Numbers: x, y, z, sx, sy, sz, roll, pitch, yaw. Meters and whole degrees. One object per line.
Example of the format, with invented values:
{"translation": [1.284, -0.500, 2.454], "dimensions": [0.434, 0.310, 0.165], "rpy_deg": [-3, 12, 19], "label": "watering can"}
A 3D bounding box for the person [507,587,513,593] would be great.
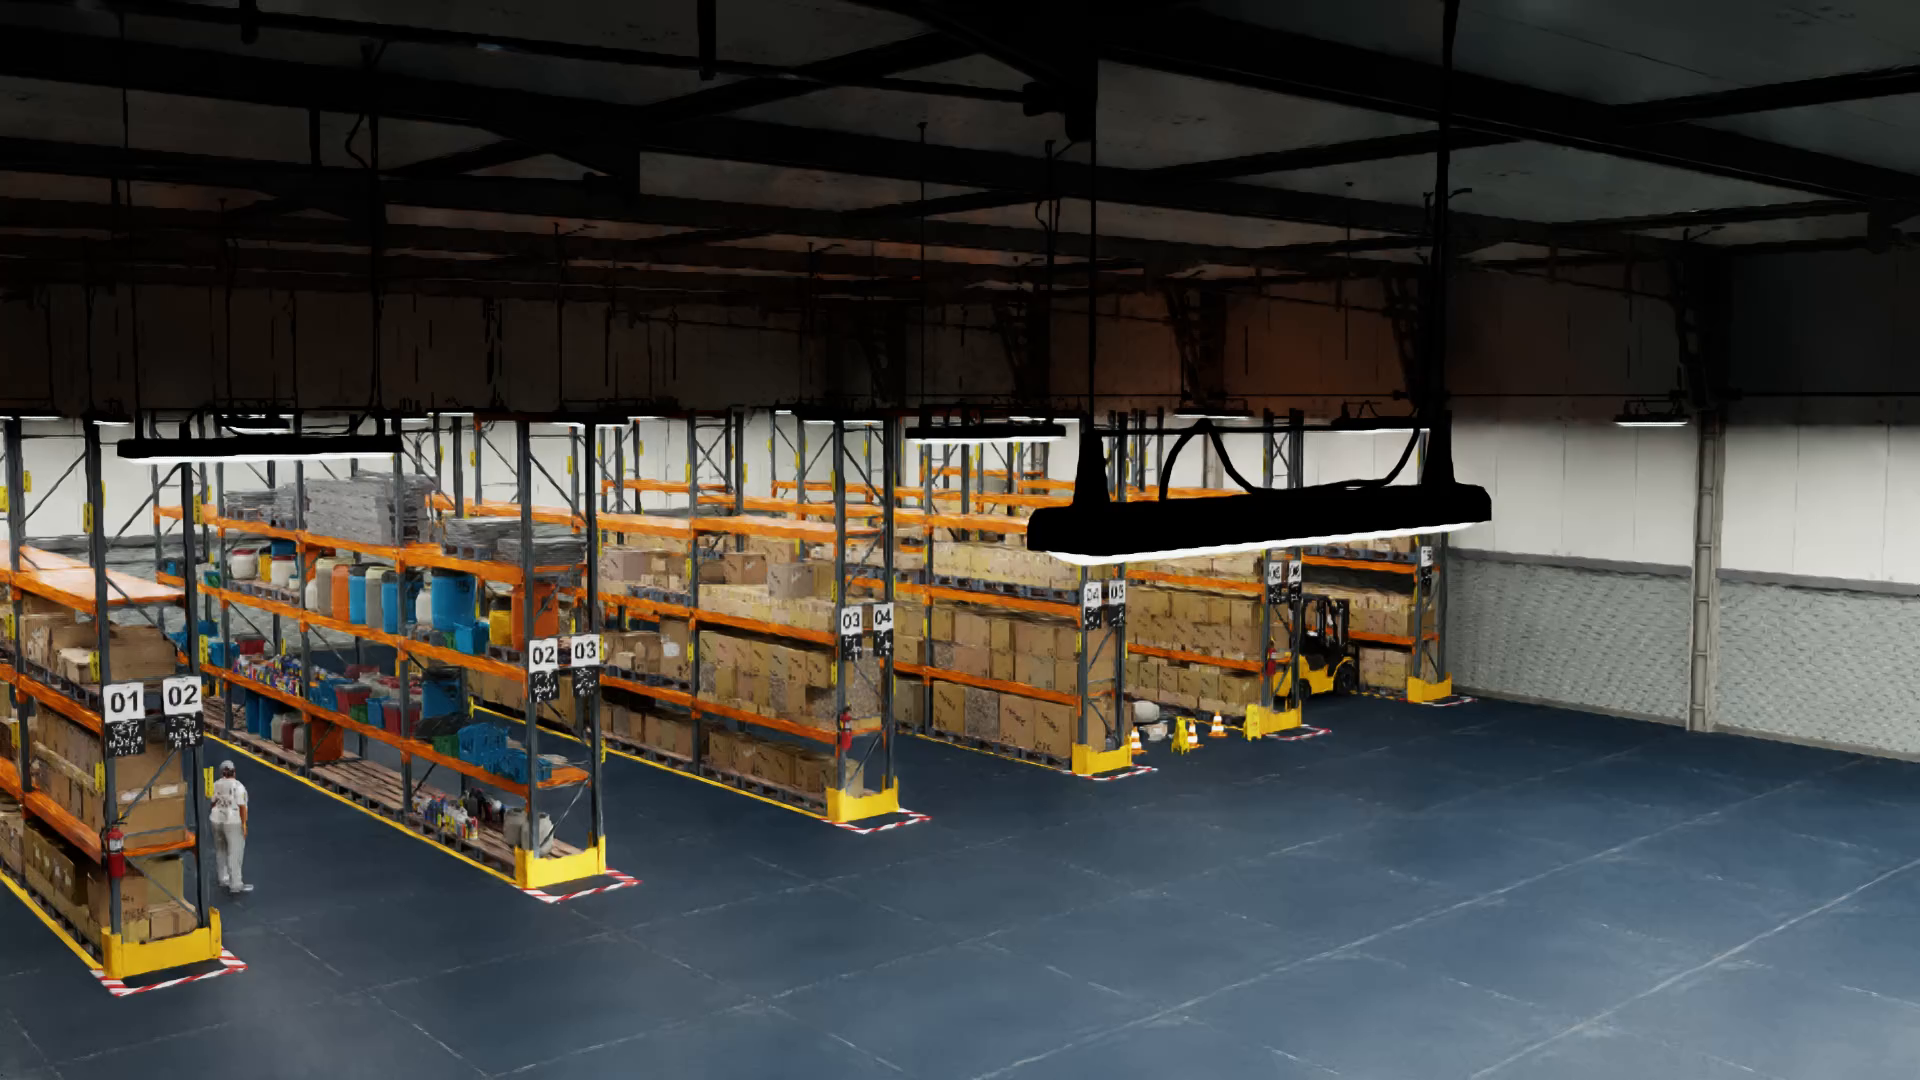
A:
{"translation": [-10.715, 1.971, 39.796], "dimensions": [0.563, 1.712, 0.737], "rpy_deg": [0, 5, -4], "label": "person"}

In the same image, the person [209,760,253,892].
{"translation": [-9.300, 3.628, 21.210], "dimensions": [0.526, 1.666, 0.443], "rpy_deg": [2, 5, 17], "label": "person"}

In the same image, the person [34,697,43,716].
{"translation": [-16.771, 2.790, 30.456], "dimensions": [0.553, 1.709, 1.123], "rpy_deg": [-4, 6, -39], "label": "person"}
